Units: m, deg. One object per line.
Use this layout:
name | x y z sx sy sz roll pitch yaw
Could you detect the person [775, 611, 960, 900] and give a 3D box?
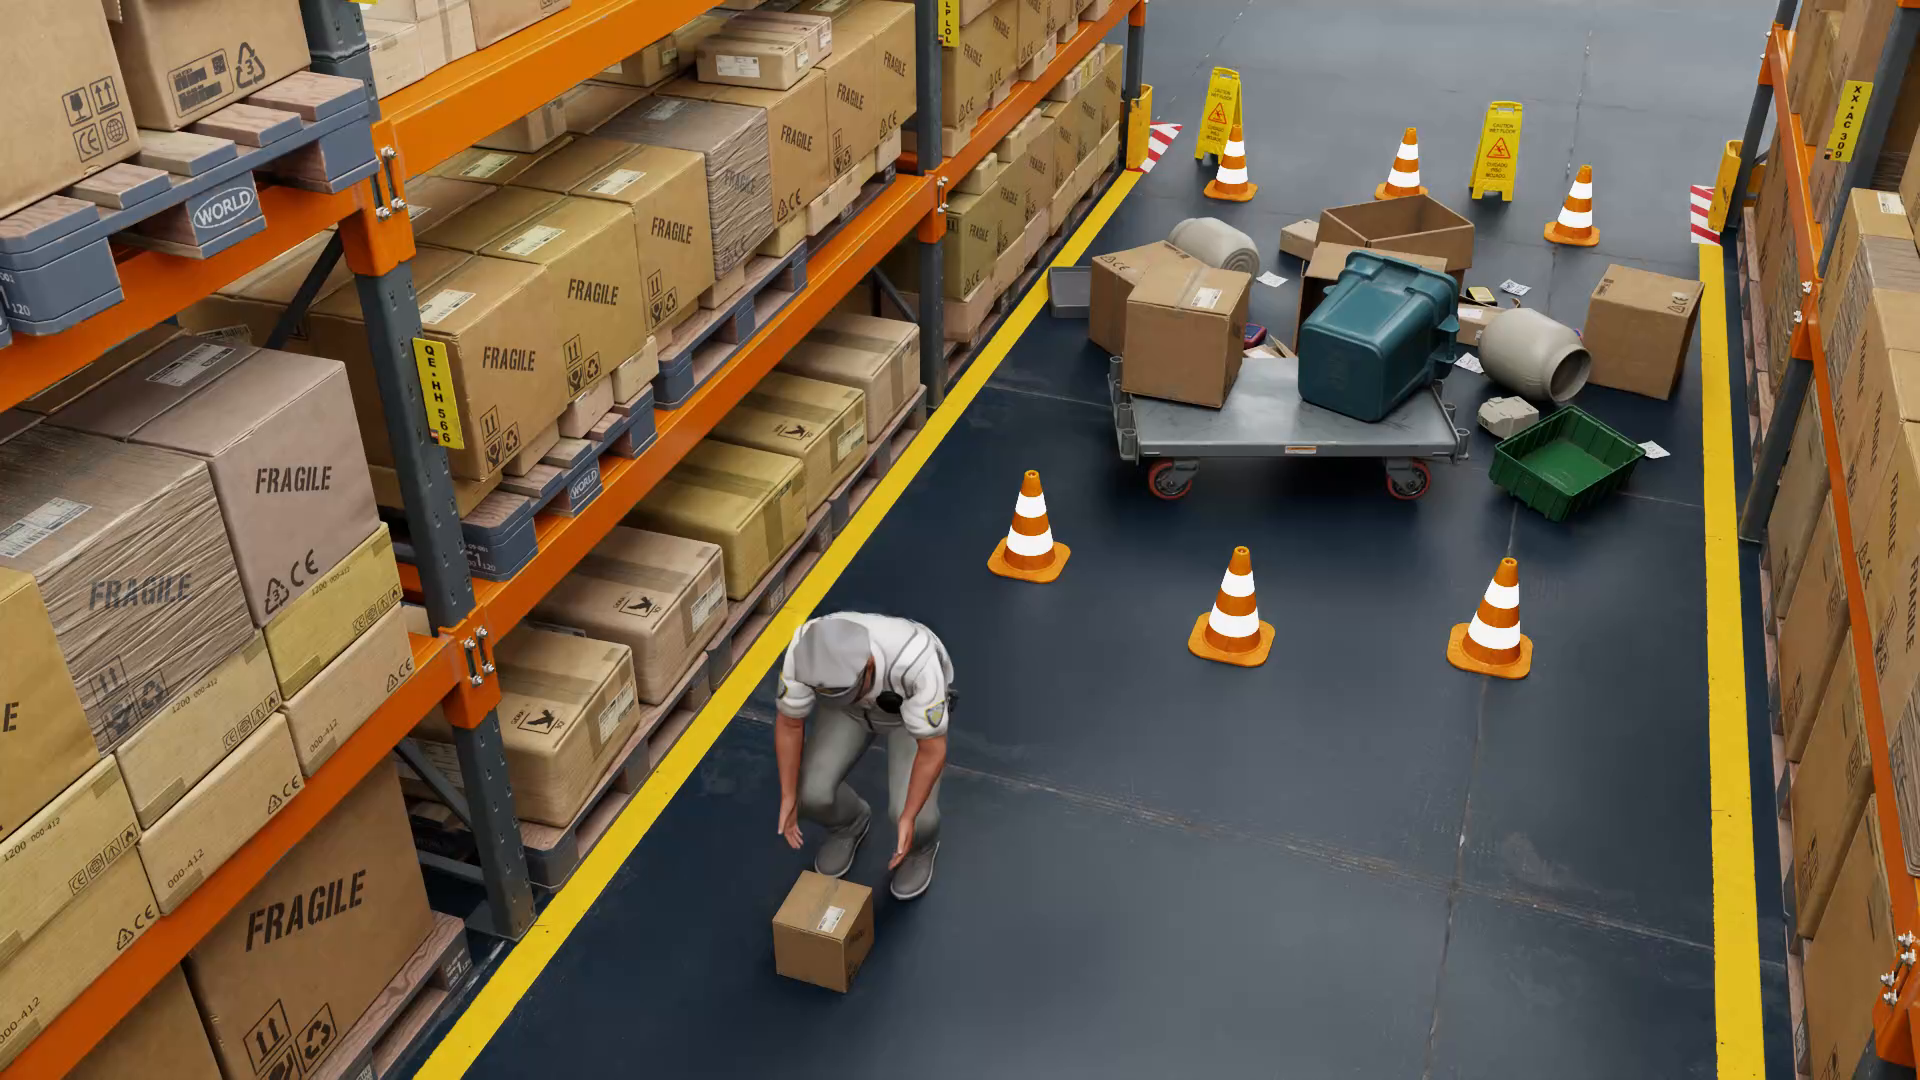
person | -0.281 0.664 5.540 0.586 1.291 0.868 11 35 17
